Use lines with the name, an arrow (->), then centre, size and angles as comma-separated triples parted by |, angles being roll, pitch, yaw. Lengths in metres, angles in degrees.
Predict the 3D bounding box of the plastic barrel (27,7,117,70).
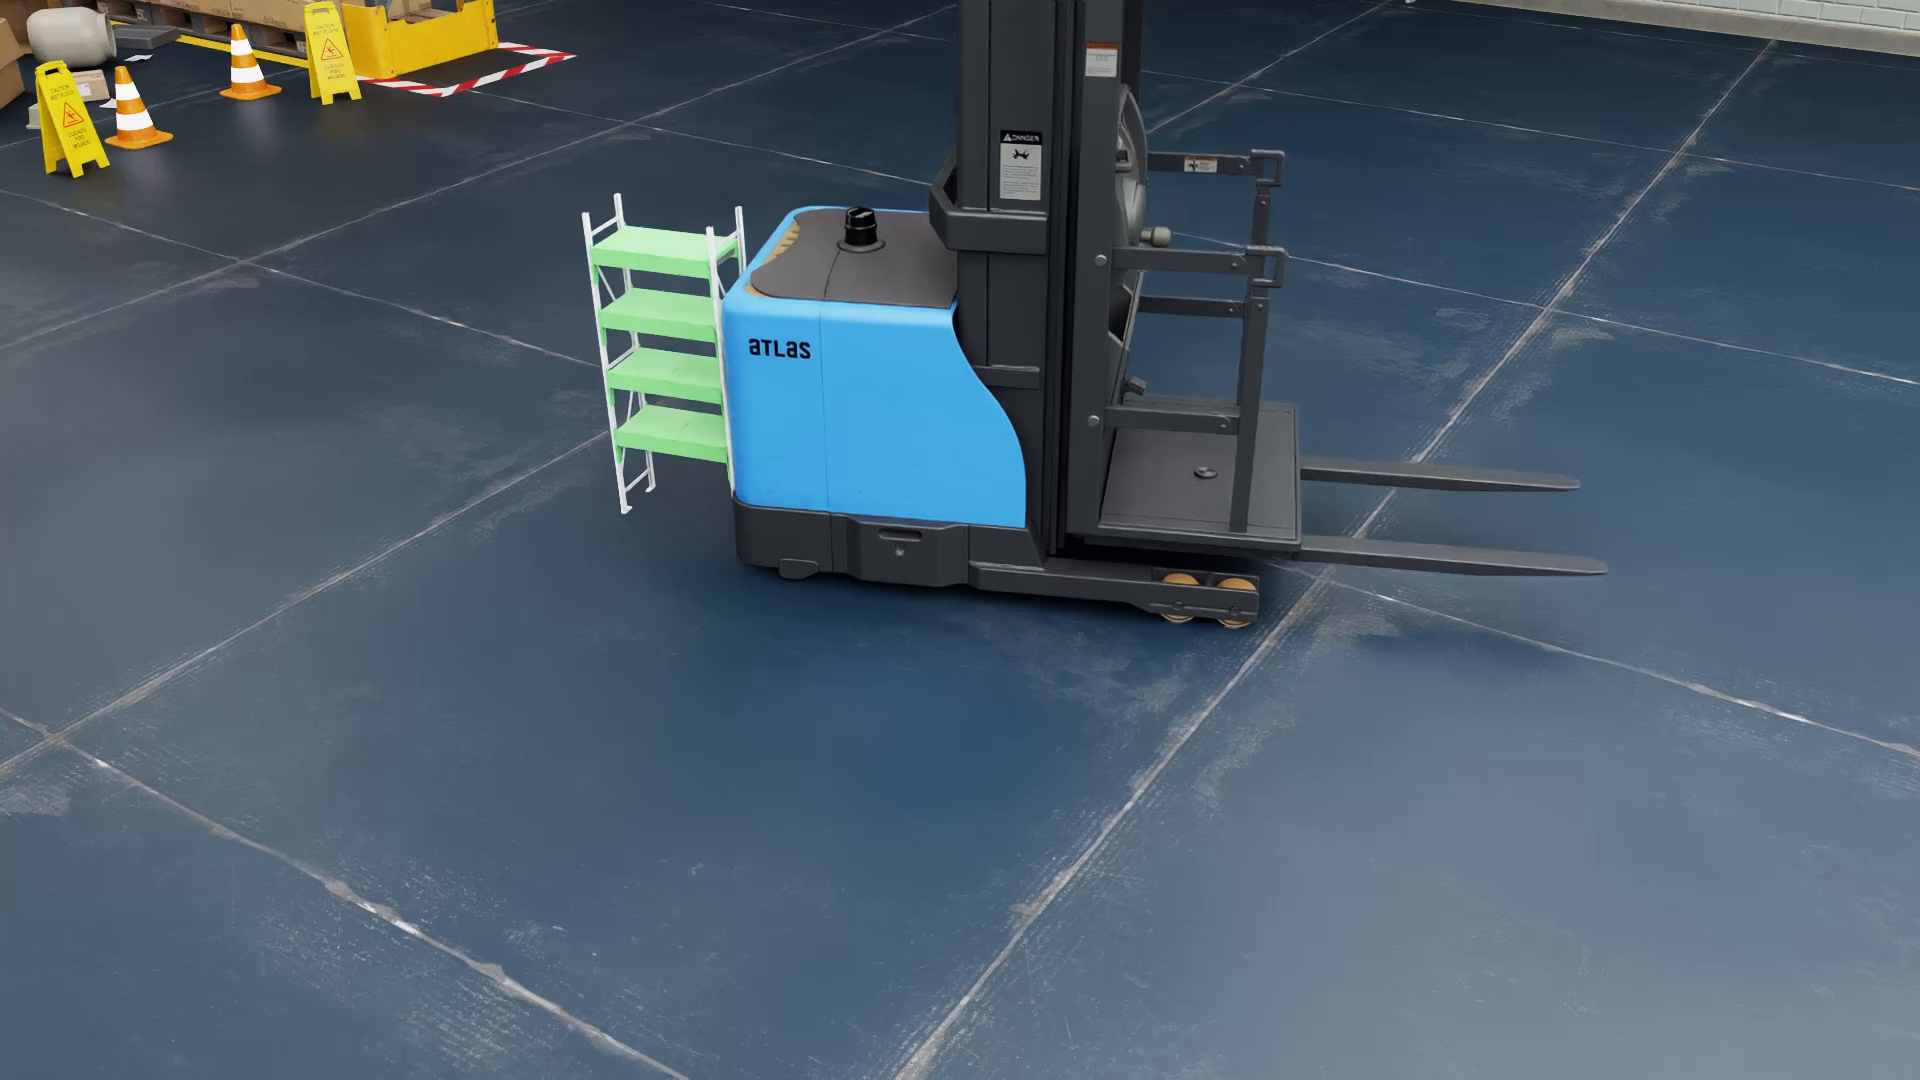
plastic barrel -> -6.449, -3.647, 12.082 | 0.512, 0.421, 0.421 | -9, 32, -15

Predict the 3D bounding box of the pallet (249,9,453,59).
pallet -> -4.629, -3.901, 12.728 | 1.213, 0.211, 1.003 | 18, 35, 27

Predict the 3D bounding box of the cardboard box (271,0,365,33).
cardboard box -> -4.743, -3.955, 12.364 | 0.500, 0.250, 0.500 | 17, 34, 27

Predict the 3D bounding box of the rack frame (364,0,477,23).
rack frame -> -3.895, -4.853, 11.592 | 0.127, 3.000, 1.000 | 18, 35, 27

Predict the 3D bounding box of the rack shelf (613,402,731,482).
rack shelf -> -1.034, -0.376, 6.298 | 0.480, 0.148, 0.258 | 10, 32, 18

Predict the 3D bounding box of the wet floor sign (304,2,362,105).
wet floor sign -> -4.303, -3.328, 11.315 | 0.267, 0.644, 0.232 | -21, 36, -32

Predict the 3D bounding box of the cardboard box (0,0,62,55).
cardboard box -> -7.099, -3.978, 12.570 | 0.500, 0.500, 0.500 | -9, 32, -15

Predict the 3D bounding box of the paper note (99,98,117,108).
paper note -> -5.754, -2.974, 11.318 | 0.142, 0.019, 0.148 | 6, 31, 10

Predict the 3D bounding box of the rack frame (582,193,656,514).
rack frame -> -1.268, -0.678, 6.220 | 0.015, 1.200, 0.240 | 10, 32, 18

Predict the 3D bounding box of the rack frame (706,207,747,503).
rack frame -> -0.809, -0.600, 6.072 | 0.015, 1.200, 0.240 | 10, 32, 18

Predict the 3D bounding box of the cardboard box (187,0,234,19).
cardboard box -> -5.603, -4.228, 12.833 | 0.500, 0.250, 0.500 | 16, 34, 26

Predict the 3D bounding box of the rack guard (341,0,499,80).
rack guard -> -3.959, -3.793, 12.256 | 0.348, 0.500, 1.175 | 18, 35, 27

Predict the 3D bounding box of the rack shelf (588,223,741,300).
rack shelf -> -1.045, -0.999, 5.938 | 0.480, 0.148, 0.258 | 10, 32, 18

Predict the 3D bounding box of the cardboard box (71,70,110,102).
cardboard box -> -6.078, -3.110, 11.434 | 0.380, 0.149, 0.250 | -15, 33, -24

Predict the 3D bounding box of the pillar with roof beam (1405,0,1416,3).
pillar with roof beam -> 1.423, -6.690, 8.787 | 0.400, 9.000, 9.100 | 18, 35, 27

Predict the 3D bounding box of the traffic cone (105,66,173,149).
traffic cone -> -5.247, -2.757, 10.516 | 0.334, 0.463, 0.336 | 18, 35, 27

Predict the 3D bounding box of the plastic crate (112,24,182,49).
plastic crate -> -6.389, -3.893, 12.843 | 0.583, 0.080, 0.402 | 6, 31, 10

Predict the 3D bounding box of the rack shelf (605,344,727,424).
rack shelf -> -1.038, -0.583, 6.178 | 0.480, 0.148, 0.258 | 10, 32, 18

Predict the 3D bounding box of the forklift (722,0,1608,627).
forklift -> 0.754, -1.254, 5.491 | 3.031, 2.935, 1.130 | 5, 31, 8

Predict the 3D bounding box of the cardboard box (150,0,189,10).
cardboard box -> -6.018, -4.366, 13.068 | 0.500, 0.250, 0.500 | 17, 34, 27

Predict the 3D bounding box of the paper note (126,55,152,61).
paper note -> -6.116, -3.598, 12.387 | 0.148, 0.019, 0.142 | 6, 31, 10

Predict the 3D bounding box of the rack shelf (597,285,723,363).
rack shelf -> -1.041, -0.791, 6.058 | 0.480, 0.148, 0.258 | 10, 32, 18

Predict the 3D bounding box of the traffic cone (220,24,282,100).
traffic cone -> -4.945, -3.322, 11.485 | 0.334, 0.463, 0.336 | 18, 35, 27

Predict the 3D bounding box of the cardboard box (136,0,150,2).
cardboard box -> -6.468, -4.507, 13.310 | 0.500, 0.250, 0.500 | 20, 36, 30

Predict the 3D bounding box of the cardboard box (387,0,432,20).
cardboard box -> -4.431, -4.181, 12.751 | 0.500, 0.250, 0.500 | 17, 34, 27

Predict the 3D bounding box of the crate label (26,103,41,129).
crate label -> -5.946, -2.800, 10.914 | 0.298, 0.136, 0.250 | 1, 30, 2

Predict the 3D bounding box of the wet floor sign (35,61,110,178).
wet floor sign -> -5.364, -2.533, 9.952 | 0.232, 0.644, 0.267 | 12, 32, 19

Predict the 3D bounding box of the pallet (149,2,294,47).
pallet -> -5.658, -4.229, 13.289 | 1.213, 0.211, 1.003 | 18, 35, 27

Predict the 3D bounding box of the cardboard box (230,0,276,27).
cardboard box -> -5.157, -4.090, 12.597 | 0.500, 0.250, 0.500 | 18, 35, 28

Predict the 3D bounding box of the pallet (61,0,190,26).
pallet -> -6.695, -4.555, 13.848 | 1.213, 0.211, 1.003 | 18, 35, 27

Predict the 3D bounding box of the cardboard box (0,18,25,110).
cardboard box -> -6.729, -3.165, 11.175 | 0.637, 0.503, 0.797 | -4, 30, -7

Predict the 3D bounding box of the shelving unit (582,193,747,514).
shelving unit -> -1.039, -0.639, 6.146 | 0.503, 1.200, 0.258 | 10, 32, 18
